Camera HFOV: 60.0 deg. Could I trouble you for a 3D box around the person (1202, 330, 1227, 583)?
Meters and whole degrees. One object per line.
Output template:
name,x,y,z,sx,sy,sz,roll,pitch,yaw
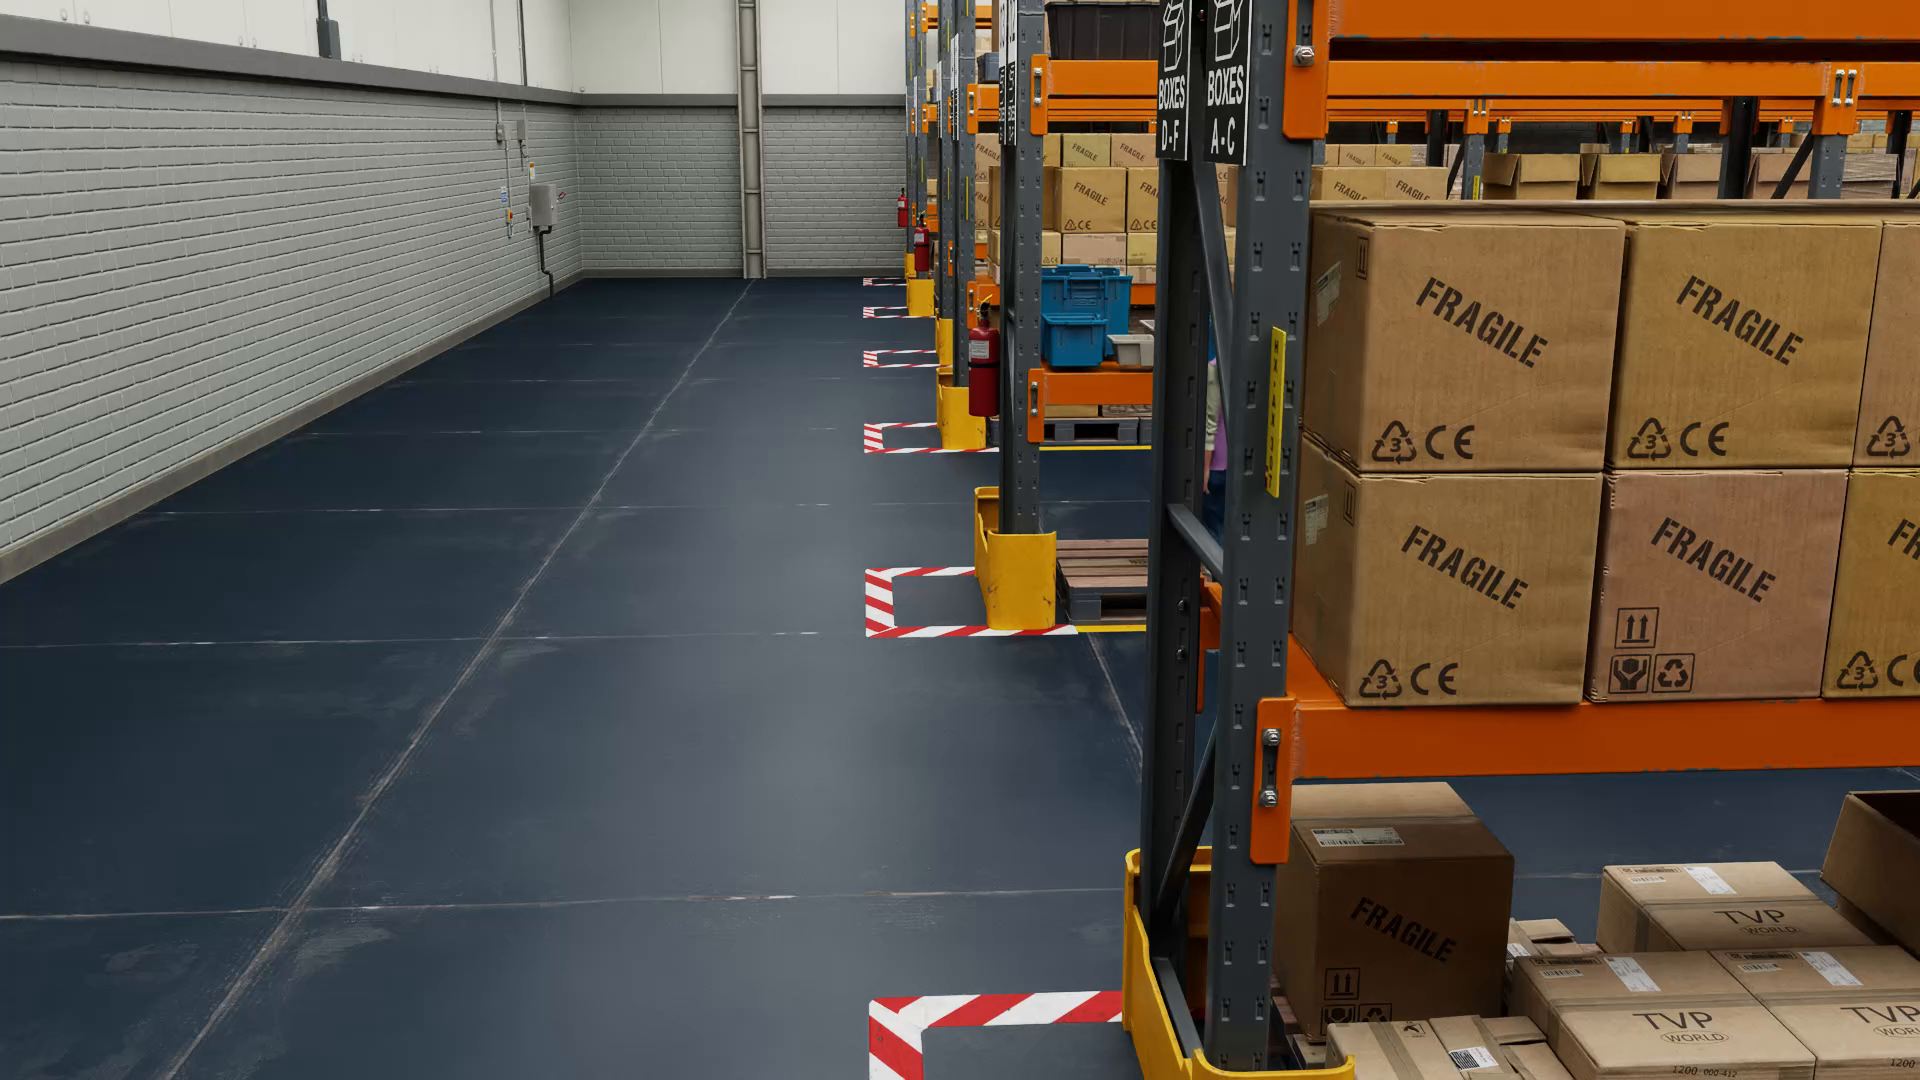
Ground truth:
person,1.331,-0.343,8.470,0.415,1.632,0.526,-8,16,-29
